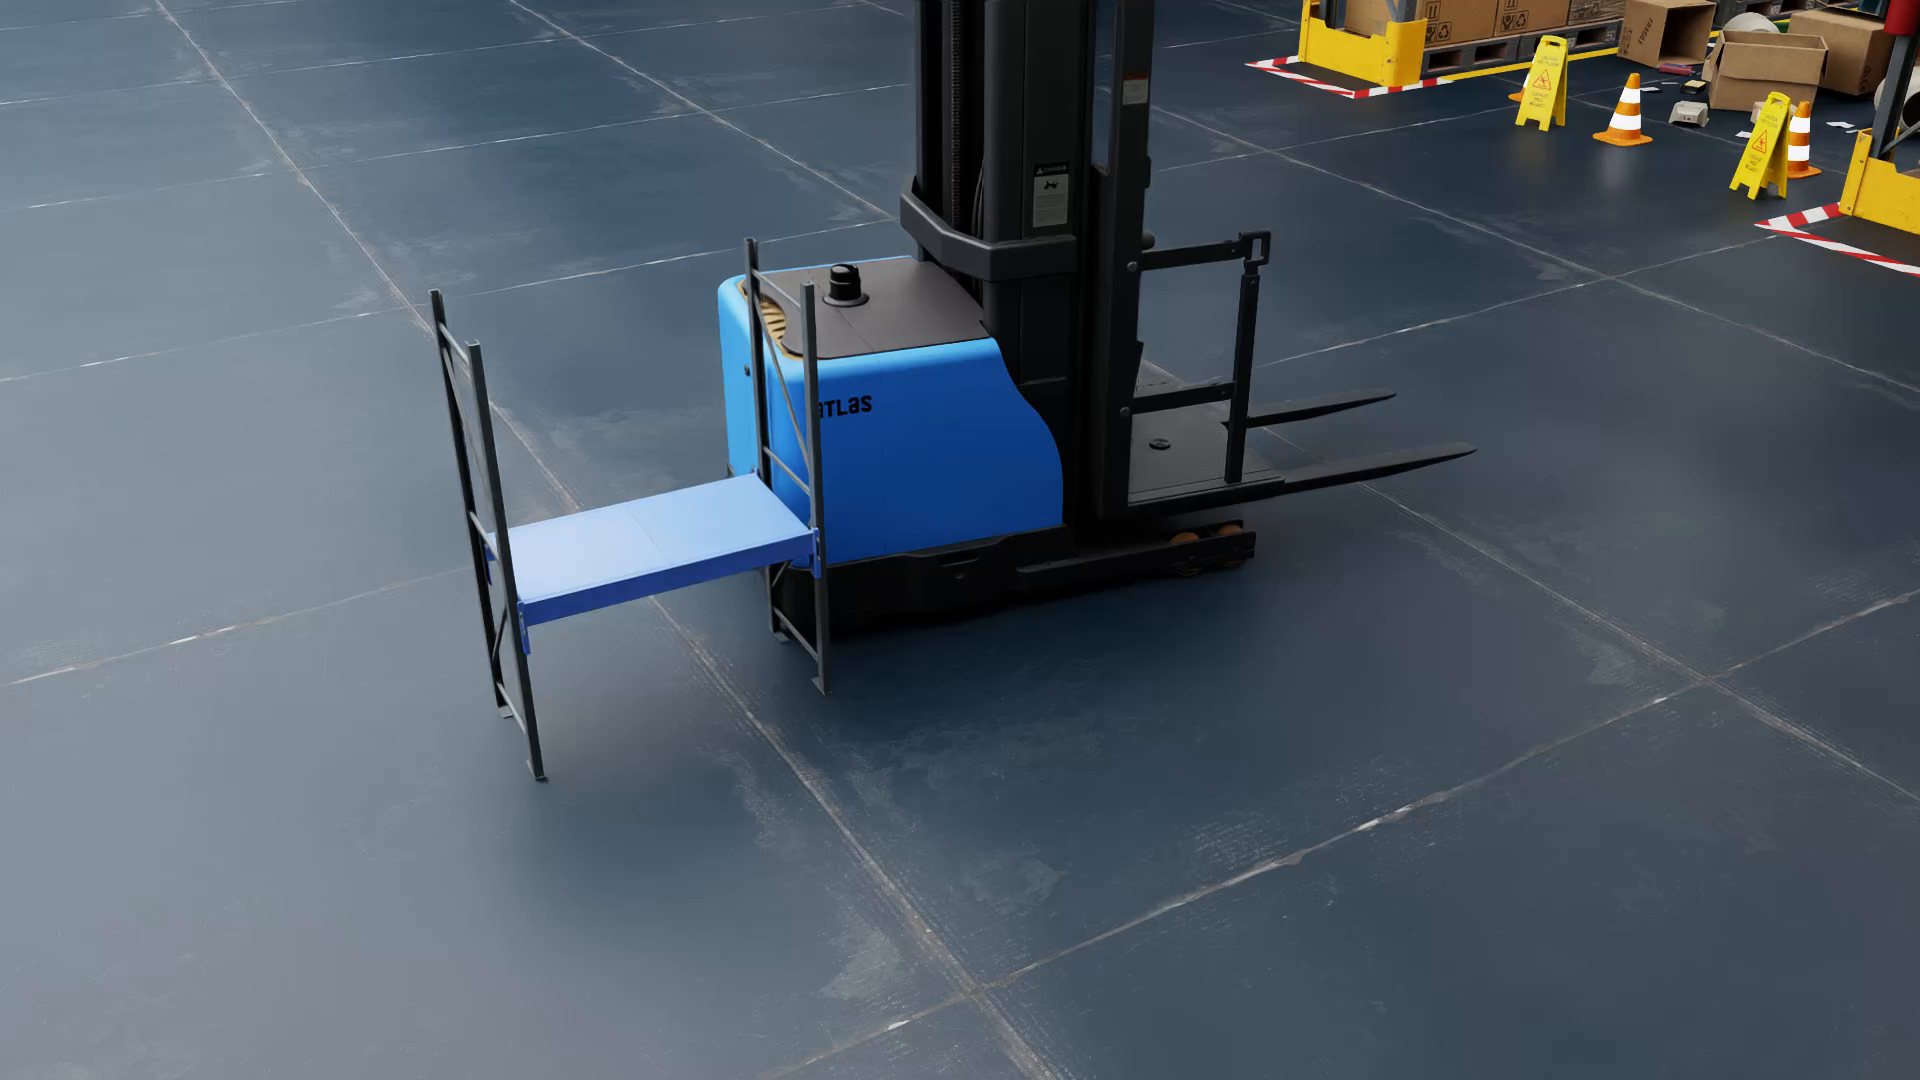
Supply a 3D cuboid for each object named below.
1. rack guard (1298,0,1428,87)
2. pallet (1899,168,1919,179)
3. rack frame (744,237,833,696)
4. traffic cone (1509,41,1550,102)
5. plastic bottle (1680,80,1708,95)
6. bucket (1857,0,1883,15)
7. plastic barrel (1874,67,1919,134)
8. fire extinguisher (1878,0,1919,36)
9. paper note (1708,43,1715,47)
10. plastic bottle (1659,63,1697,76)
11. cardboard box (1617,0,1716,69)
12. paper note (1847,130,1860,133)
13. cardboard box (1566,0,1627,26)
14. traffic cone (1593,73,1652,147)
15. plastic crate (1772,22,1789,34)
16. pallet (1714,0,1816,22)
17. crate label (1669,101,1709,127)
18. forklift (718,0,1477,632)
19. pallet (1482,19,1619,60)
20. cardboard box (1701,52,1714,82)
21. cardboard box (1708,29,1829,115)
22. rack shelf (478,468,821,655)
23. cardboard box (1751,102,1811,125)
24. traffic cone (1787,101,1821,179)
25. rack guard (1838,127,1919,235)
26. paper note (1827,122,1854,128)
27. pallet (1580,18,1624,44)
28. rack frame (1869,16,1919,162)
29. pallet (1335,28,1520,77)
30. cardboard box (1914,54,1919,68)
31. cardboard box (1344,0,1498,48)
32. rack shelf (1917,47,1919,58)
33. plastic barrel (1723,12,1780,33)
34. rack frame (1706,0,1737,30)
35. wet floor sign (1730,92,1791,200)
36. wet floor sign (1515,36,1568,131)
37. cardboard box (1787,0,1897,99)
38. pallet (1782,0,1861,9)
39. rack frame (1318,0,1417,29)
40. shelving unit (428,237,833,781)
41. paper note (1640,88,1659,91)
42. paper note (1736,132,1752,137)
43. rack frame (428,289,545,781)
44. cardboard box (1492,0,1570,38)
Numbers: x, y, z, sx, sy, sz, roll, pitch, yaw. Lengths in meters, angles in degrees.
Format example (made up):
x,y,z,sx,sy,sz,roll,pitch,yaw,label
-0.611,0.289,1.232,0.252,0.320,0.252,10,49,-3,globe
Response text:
x,y,z,sx,sy,sz,roll,pitch,yaw,label
3.298,-4.118,13.695,0.348,0.500,1.175,-16,33,-26,rack guard
6.697,-2.163,10.451,1.213,0.211,1.003,-16,33,-26,pallet
-0.575,-0.225,5.605,0.032,1.500,0.500,-15,32,-25,rack frame
4.496,-3.646,12.878,0.334,0.463,0.336,-16,33,-26,traffic cone
5.843,-3.606,13.220,0.133,0.061,0.283,22,36,34,plastic bottle
7.818,-4.436,13.499,0.620,0.611,0.726,4,28,-14,bucket
6.927,-3.190,12.092,0.421,0.421,0.512,5,29,8,plastic barrel
5.581,-3.311,9.726,0.183,0.674,0.296,-16,33,-26,fire extinguisher
6.646,-4.356,14.612,0.147,0.020,0.142,10,30,17,paper note
5.936,-3.878,13.713,0.283,0.061,0.133,22,36,34,plastic bottle
5.949,-4.297,14.016,0.500,0.500,0.500,-10,30,-18,cardboard box
6.528,-2.988,12.155,0.123,0.001,0.032,-16,33,-26,paper note
5.414,-5.104,14.659,0.875,0.875,0.875,-16,33,-26,cardboard box
4.775,-3.092,11.875,0.334,0.463,0.336,-16,33,-26,traffic cone
7.281,-4.404,14.476,0.662,0.188,0.450,0,19,0,plastic crate
7.394,-5.197,15.949,1.213,0.211,1.003,-16,33,-26,pallet
5.421,-3.168,12.349,0.250,0.136,0.298,15,32,26,crate label
0.635,-1.374,6.206,3.031,2.935,1.130,-10,30,-17,forklift
5.019,-4.523,14.727,1.213,0.211,1.003,-16,33,-26,pallet
6.218,-3.813,13.384,0.258,0.266,0.396,-10,30,-18,cardboard box
6.145,-3.573,12.703,0.797,0.503,0.637,10,30,17,cardboard box
-1.023,0.050,5.480,1.000,0.185,0.538,-15,32,-25,rack shelf
6.019,-3.095,12.205,0.250,0.149,0.380,0,29,0,cardboard box
5.631,-2.713,11.188,0.334,0.463,0.336,-16,33,-26,traffic cone
5.979,-2.106,10.048,0.348,0.500,1.175,-16,33,-26,rack guard
6.528,-3.082,12.316,0.142,0.019,0.148,-5,29,-9,paper note
6.072,-4.823,15.272,1.213,0.211,1.003,-16,33,-26,pallet
5.913,-3.181,9.410,0.127,3.000,1.000,-16,33,-26,rack frame
3.968,-4.226,14.189,1.213,0.211,1.003,-16,33,-26,pallet
7.572,-3.658,13.104,0.258,0.266,0.396,10,30,17,cardboard box
3.870,-4.666,13.864,0.875,0.875,0.875,-16,33,-26,cardboard box
7.638,-3.356,10.471,4.000,0.370,1.077,-16,33,-26,rack shelf
6.566,-4.153,13.837,0.421,0.421,0.512,5,29,8,plastic barrel
6.767,-6.198,14.876,0.127,3.000,1.000,-16,33,-26,rack frame
5.207,-2.550,10.702,0.232,0.644,0.267,-5,29,-9,wet floor sign
4.297,-3.356,12.163,0.232,0.644,0.267,-22,36,-35,wet floor sign
6.947,-3.865,13.092,0.503,0.637,0.797,-16,33,-26,cardboard box
8.447,-5.498,16.494,1.213,0.211,1.003,-16,33,-26,pallet
3.318,-5.219,13.102,0.127,3.000,1.000,-16,33,-26,rack frame
-1.023,-0.108,5.393,1.048,1.500,0.538,-15,32,-25,shelving unit
5.495,-3.584,13.215,0.142,0.017,0.144,-5,29,-9,paper note
5.720,-2.942,12.049,0.148,0.019,0.142,22,36,34,paper note
-1.470,0.009,5.182,0.032,1.500,0.500,-15,32,-25,rack frame
4.627,-4.882,14.256,0.875,0.875,0.875,-16,33,-27,cardboard box
